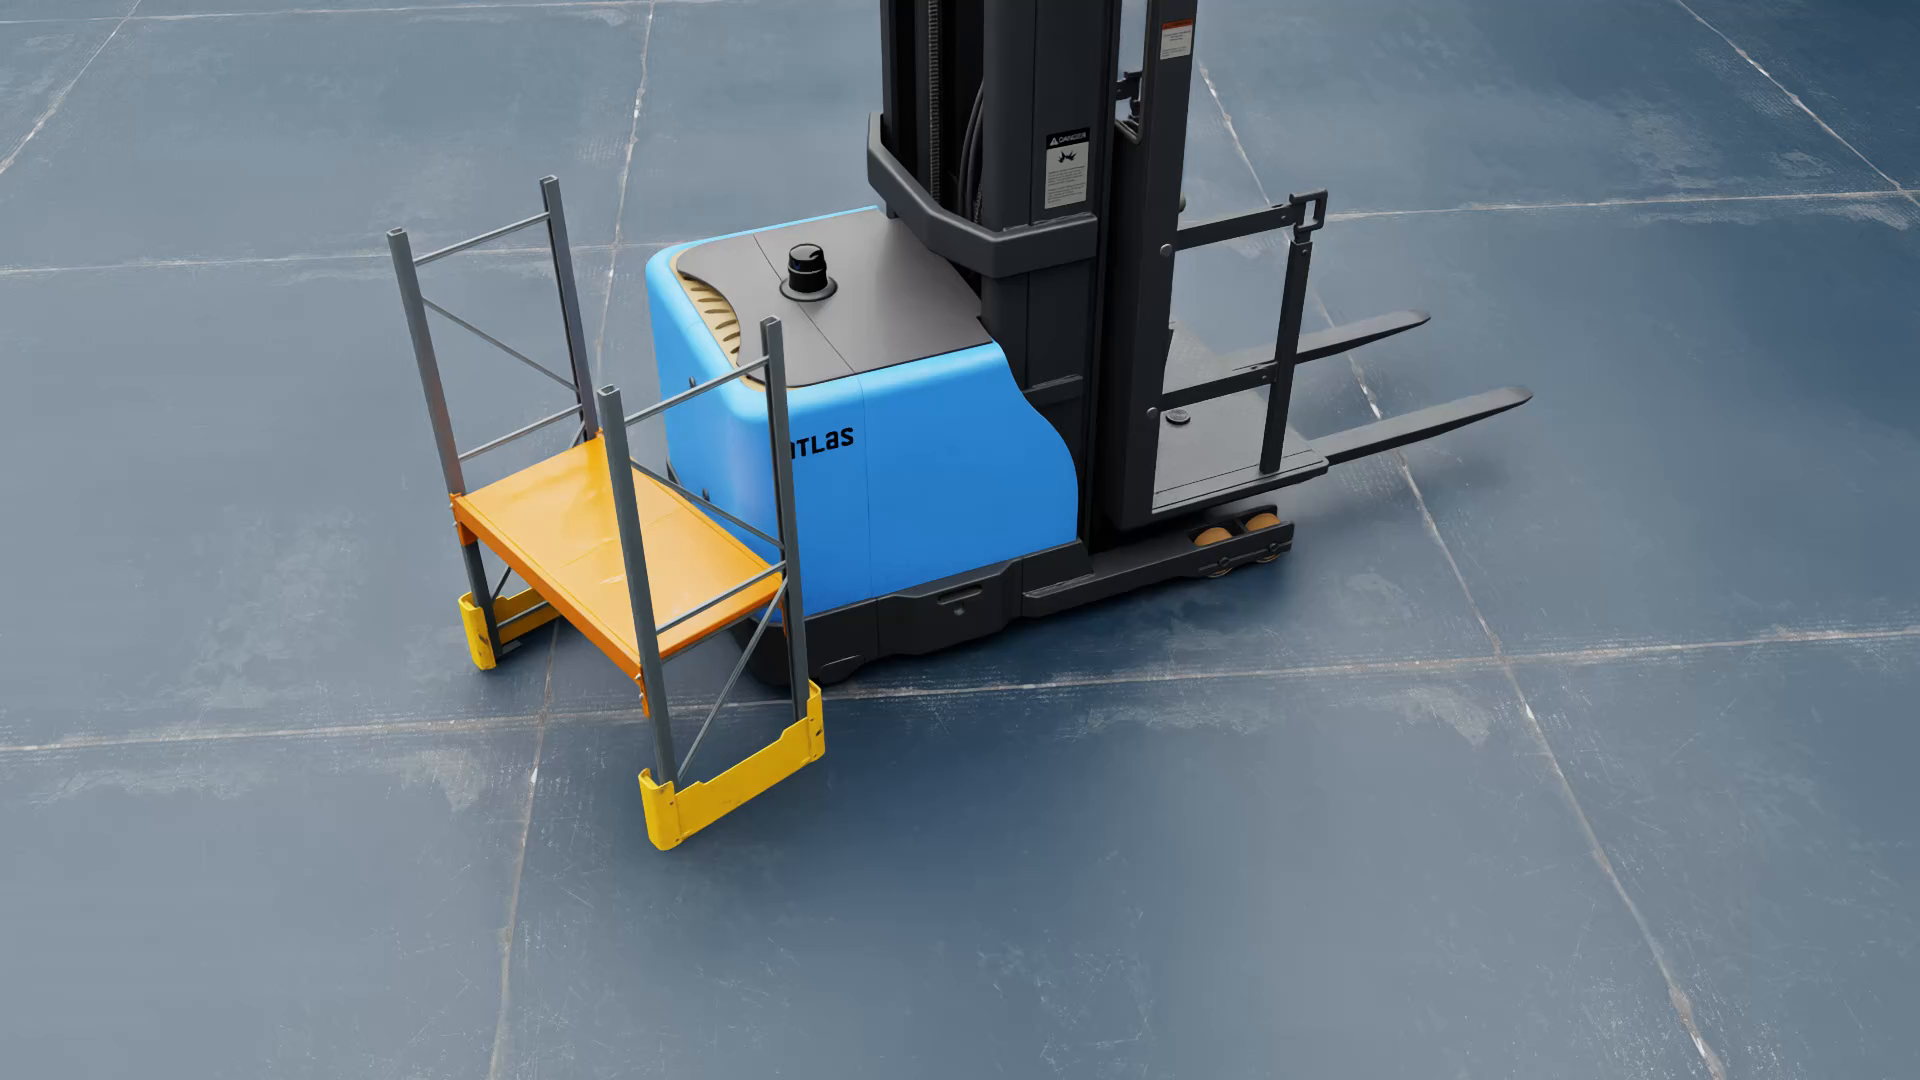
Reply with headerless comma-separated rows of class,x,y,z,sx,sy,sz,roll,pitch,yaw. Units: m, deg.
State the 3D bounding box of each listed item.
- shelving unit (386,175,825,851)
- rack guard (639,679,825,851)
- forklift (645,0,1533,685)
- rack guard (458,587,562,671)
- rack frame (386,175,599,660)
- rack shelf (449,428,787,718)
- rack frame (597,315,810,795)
shelving unit,-0.972,-0.084,4.646,0.587,1.500,1.083,-29,47,-32
rack guard,-0.639,0.636,4.742,0.587,0.250,0.087,-29,47,-32
forklift,0.572,-1.309,5.043,3.031,2.935,1.130,-15,41,-19
rack guard,-1.305,0.177,5.323,0.587,0.250,0.087,-29,47,-32
rack frame,-1.306,-0.314,4.937,0.500,1.500,0.032,-29,47,-32
rack shelf,-0.966,0.061,4.752,0.538,0.185,1.000,-29,47,-32
rack frame,-0.626,0.154,4.344,0.500,1.500,0.032,-29,47,-32
